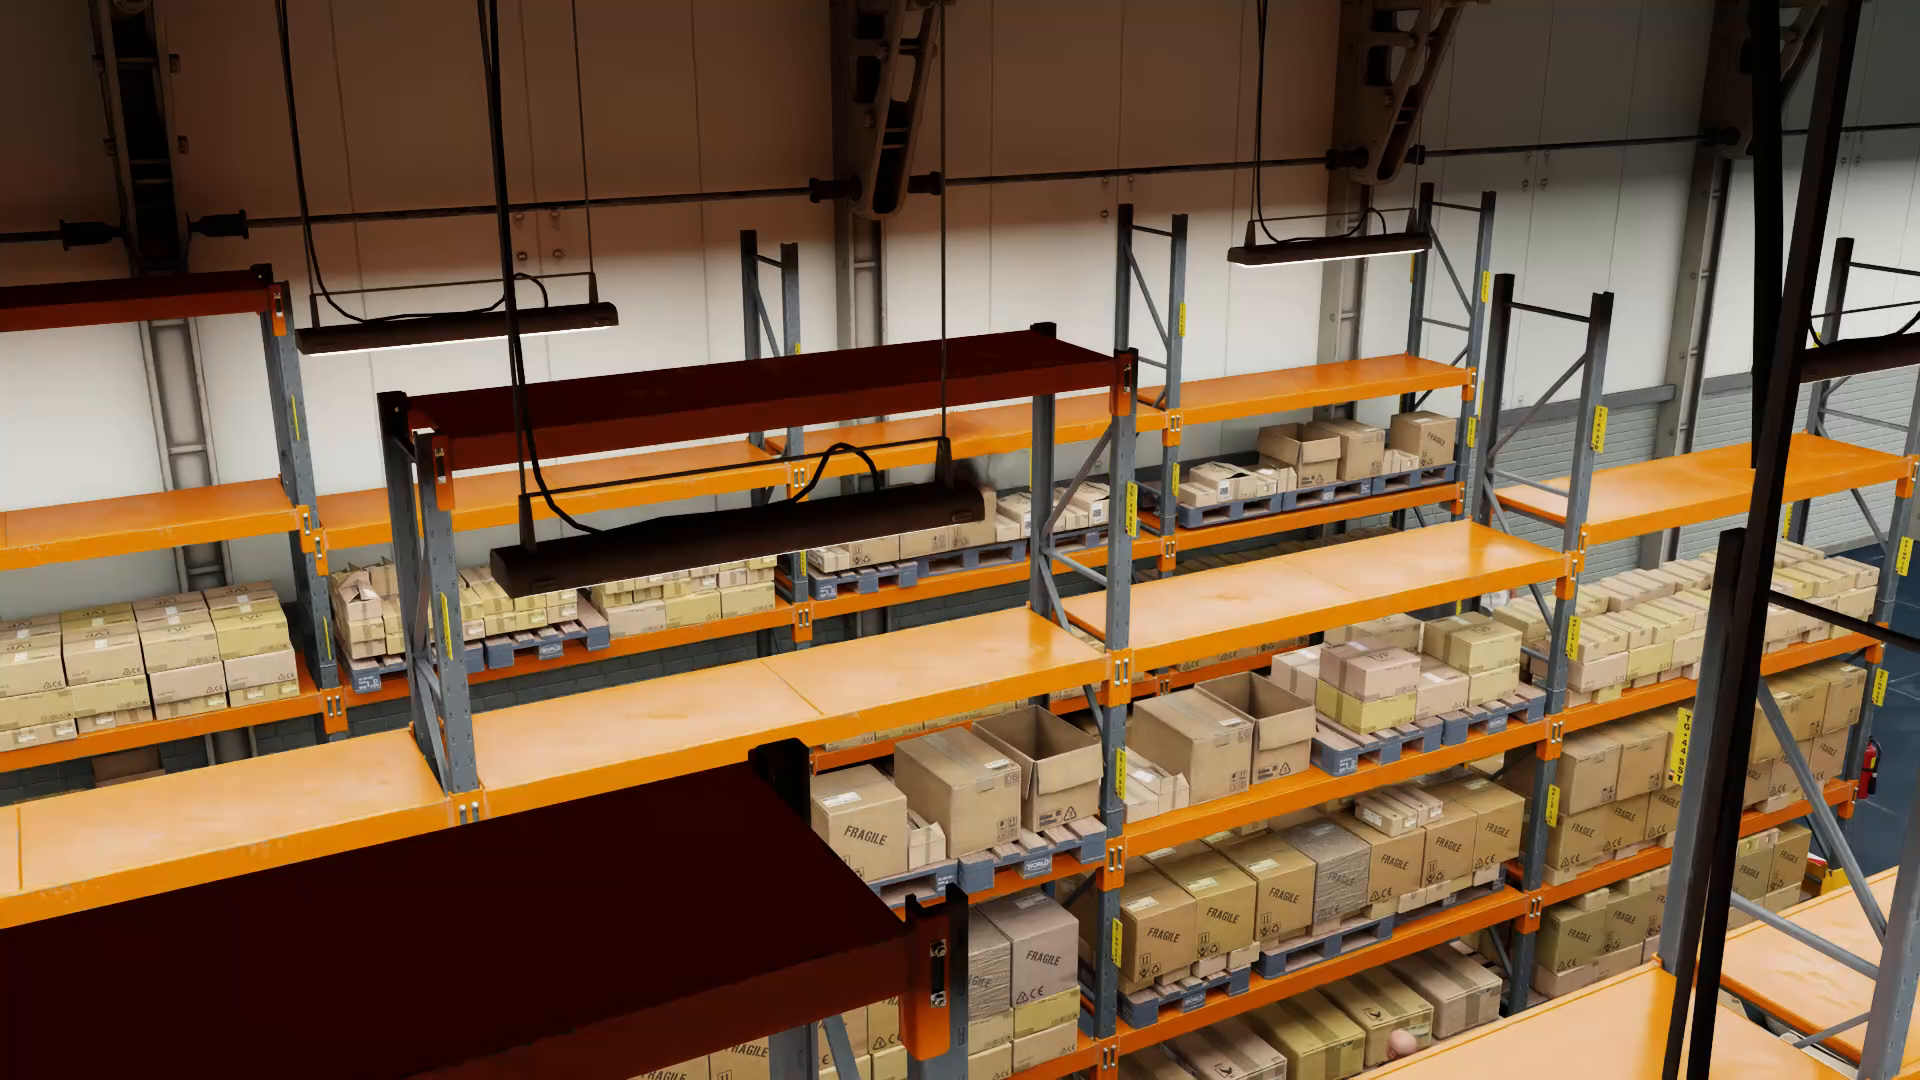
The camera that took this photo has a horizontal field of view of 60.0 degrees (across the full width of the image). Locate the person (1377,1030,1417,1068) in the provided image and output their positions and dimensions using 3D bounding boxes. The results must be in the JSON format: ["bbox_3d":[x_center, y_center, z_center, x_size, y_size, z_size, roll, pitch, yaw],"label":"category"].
[{"bbox_3d":[2.775,3.908,10.906,0.489,1.710,0.640,8,20,23],"label":"person"}]

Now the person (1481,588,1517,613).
[{"bbox_3d":[6.342,0.861,20.038,0.634,1.789,0.474,0,18,-1],"label":"person"}]
